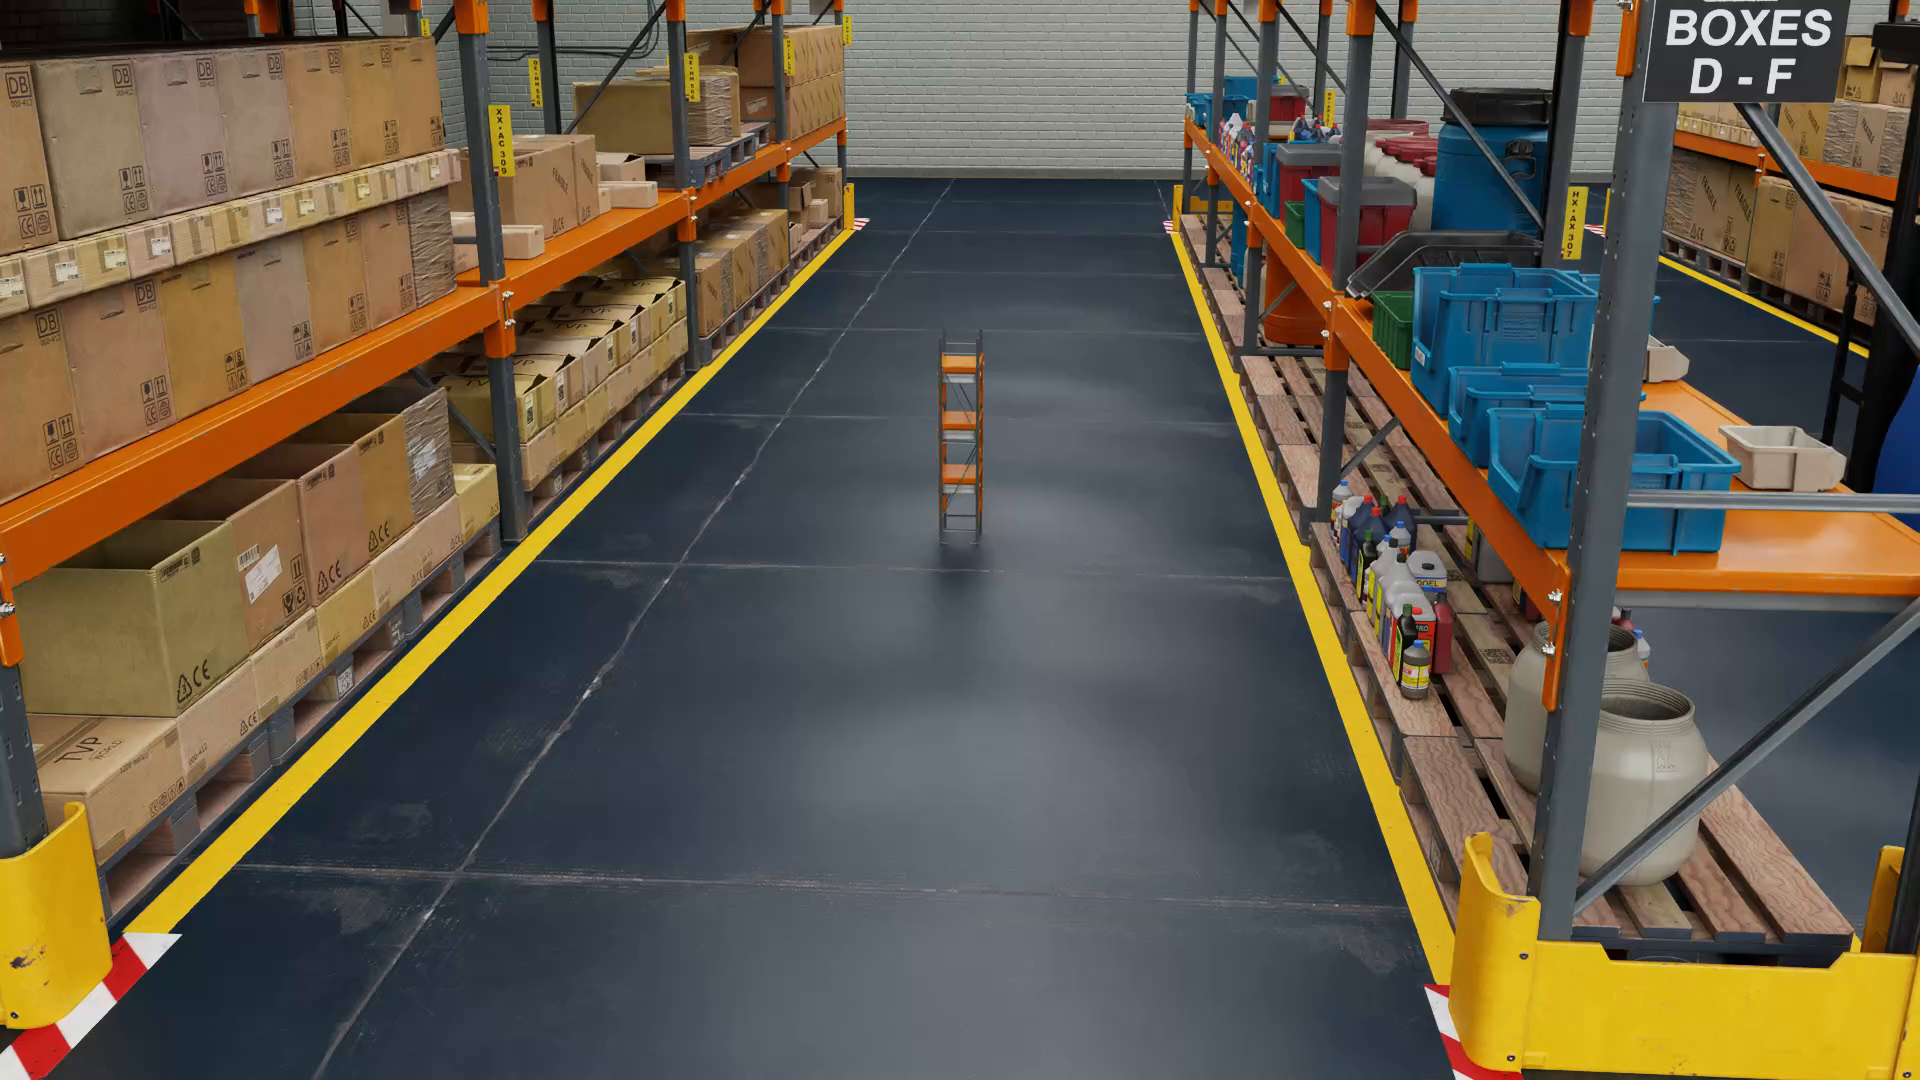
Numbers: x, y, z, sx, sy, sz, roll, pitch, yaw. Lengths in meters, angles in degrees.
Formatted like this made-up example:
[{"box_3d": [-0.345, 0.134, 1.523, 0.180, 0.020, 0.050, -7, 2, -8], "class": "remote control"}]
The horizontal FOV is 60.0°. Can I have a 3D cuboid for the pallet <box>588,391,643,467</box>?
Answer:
[{"box_3d": [-2.605, -0.720, 10.280, 1.003, 0.211, 1.213, 1, 18, 4], "class": "pallet"}]

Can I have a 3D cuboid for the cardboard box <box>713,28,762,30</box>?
[{"box_3d": [-2.282, -4.921, 16.857, 0.500, 0.500, 0.500, 1, 18, 4], "class": "cardboard box"}]

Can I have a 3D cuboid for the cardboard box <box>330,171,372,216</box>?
[{"box_3d": [-2.584, -1.386, 6.632, 0.380, 0.149, 0.250, 1, 18, 4], "class": "cardboard box"}]

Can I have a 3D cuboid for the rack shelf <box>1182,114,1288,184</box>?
[{"box_3d": [2.953, -4.087, 17.235, 1.077, 0.370, 4.000, 1, 18, 4], "class": "rack shelf"}]

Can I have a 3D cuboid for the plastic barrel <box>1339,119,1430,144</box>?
[{"box_3d": [2.792, -2.479, 10.954, 0.600, 0.536, 0.708, 1, 18, 4], "class": "plastic barrel"}]

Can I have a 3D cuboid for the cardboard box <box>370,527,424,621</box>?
[{"box_3d": [-2.586, 0.132, 6.946, 0.500, 0.250, 0.500, 1, 18, 4], "class": "cardboard box"}]

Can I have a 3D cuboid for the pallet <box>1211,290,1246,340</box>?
[{"box_3d": [2.628, -1.864, 13.773, 1.003, 0.211, 1.213, 1, 18, 4], "class": "pallet"}]

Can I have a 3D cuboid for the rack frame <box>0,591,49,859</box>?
[{"box_3d": [-2.991, -0.193, 4.194, 1.000, 3.000, 0.127, 1, 18, 4], "class": "rack frame"}]

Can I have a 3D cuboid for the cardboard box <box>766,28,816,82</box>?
[{"box_3d": [-1.742, -4.902, 16.801, 0.500, 0.500, 0.500, 1, 18, 2], "class": "cardboard box"}]

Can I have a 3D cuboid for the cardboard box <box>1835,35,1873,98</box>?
[{"box_3d": [7.713, -4.023, 14.112, 0.797, 0.503, 0.637, 1, 18, 2], "class": "cardboard box"}]

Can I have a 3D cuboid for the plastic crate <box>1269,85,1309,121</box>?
[{"box_3d": [3.124, -4.139, 16.037, 0.402, 0.464, 0.583, 1, 18, 4], "class": "plastic crate"}]

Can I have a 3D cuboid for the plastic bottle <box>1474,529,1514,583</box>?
[{"box_3d": [2.314, 0.032, 7.174, 0.152, 0.276, 0.135, 1, 18, 4], "class": "plastic bottle"}]

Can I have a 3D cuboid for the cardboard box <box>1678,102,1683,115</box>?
[{"box_3d": [7.663, -4.549, 17.252, 0.500, 0.250, 0.500, 1, 18, 2], "class": "cardboard box"}]

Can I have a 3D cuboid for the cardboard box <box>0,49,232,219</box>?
[{"box_3d": [-2.873, -1.338, 5.445, 0.700, 0.500, 0.500, 1, 18, 4], "class": "cardboard box"}]

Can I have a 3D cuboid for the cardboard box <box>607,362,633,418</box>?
[{"box_3d": [-2.318, -0.925, 10.171, 0.500, 0.250, 0.500, 2, 18, 5], "class": "cardboard box"}]

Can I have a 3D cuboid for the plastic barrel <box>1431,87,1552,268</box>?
[{"box_3d": [2.566, -1.675, 7.912, 0.600, 0.901, 0.708, 1, 18, 4], "class": "plastic barrel"}]

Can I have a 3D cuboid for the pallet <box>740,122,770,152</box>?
[{"box_3d": [-2.297, -3.583, 14.848, 1.003, 0.211, 1.213, 1, 18, 4], "class": "pallet"}]

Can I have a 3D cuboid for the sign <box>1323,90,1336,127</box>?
[{"box_3d": [3.358, -3.927, 15.145, 0.100, 0.325, 0.005, 1, 18, 4], "class": "sign"}]

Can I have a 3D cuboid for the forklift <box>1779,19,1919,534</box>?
[{"box_3d": [4.907, -1.375, 7.912, 1.130, 2.935, 3.031, 3, 18, 8], "class": "forklift"}]

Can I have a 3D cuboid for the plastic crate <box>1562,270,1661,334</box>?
[{"box_3d": [2.428, -0.903, 6.600, 0.499, 0.251, 0.616, 1, 18, 4], "class": "plastic crate"}]

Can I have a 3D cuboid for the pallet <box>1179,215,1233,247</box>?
[{"box_3d": [2.999, -3.470, 18.674, 1.003, 0.211, 1.213, 1, 18, 4], "class": "pallet"}]

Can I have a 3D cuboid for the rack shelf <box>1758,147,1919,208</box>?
[{"box_3d": [7.607, -2.734, 13.106, 1.077, 0.370, 4.000, 1, 18, 4], "class": "rack shelf"}]

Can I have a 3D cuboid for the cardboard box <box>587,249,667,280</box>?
[{"box_3d": [-2.584, -1.994, 13.000, 0.500, 0.500, 0.500, 2, 18, 6], "class": "cardboard box"}]

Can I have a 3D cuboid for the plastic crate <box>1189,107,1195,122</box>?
[{"box_3d": [2.596, -4.576, 17.897, 0.250, 0.136, 0.298, 1, 18, 4], "class": "plastic crate"}]

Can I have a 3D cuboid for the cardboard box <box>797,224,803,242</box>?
[{"box_3d": [-1.833, -3.177, 17.145, 0.380, 0.166, 0.250, 1, 18, 4], "class": "cardboard box"}]

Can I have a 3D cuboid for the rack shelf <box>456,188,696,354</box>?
[{"box_3d": [-2.561, -1.714, 9.993, 1.077, 0.370, 4.000, 1, 18, 4], "class": "rack shelf"}]

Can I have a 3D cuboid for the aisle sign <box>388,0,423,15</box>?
[{"box_3d": [-6.480, -6.522, 19.336, 0.394, 0.787, 0.004, 1, 18, 4], "class": "aisle sign"}]

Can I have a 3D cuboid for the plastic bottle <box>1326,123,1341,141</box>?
[{"box_3d": [2.991, -3.150, 13.297, 0.144, 0.351, 0.185, 1, 18, 4], "class": "plastic bottle"}]

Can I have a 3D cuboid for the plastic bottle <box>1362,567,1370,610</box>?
[{"box_3d": [1.707, 0.185, 6.829, 0.097, 0.201, 0.097, 0, 18, 0], "class": "plastic bottle"}]

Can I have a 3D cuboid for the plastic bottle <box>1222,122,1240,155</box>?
[{"box_3d": [2.371, -3.500, 14.487, 0.152, 0.276, 0.135, 1, 18, 4], "class": "plastic bottle"}]

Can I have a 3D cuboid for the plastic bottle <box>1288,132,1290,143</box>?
[{"box_3d": [2.978, -3.581, 14.853, 0.097, 0.201, 0.097, 0, 18, 0], "class": "plastic bottle"}]

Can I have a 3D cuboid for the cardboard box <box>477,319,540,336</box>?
[{"box_3d": [-2.852, -1.199, 10.107, 0.500, 0.311, 0.500, 1, 18, 3], "class": "cardboard box"}]

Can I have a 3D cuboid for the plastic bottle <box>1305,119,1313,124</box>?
[{"box_3d": [3.104, -3.619, 14.851, 0.152, 0.276, 0.135, 1, 18, 4], "class": "plastic bottle"}]

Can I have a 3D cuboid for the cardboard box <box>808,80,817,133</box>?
[{"box_3d": [-1.750, -4.434, 16.977, 0.500, 0.500, 0.500, 1, 18, 4], "class": "cardboard box"}]

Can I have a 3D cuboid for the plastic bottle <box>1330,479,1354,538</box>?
[{"box_3d": [1.776, -0.147, 7.729, 0.097, 0.271, 0.097, 0, 18, 0], "class": "plastic bottle"}]

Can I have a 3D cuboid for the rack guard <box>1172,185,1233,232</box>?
[{"box_3d": [3.085, -3.870, 19.431, 1.175, 0.500, 0.348, 1, 18, 4], "class": "rack guard"}]

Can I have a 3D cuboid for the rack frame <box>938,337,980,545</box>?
[{"box_3d": [-0.005, -0.478, 8.195, 0.200, 1.050, 0.008, 1, 18, 4], "class": "rack frame"}]

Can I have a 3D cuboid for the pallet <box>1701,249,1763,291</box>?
[{"box_3d": [7.883, -2.607, 16.039, 1.003, 0.211, 1.213, 1, 18, 4], "class": "pallet"}]

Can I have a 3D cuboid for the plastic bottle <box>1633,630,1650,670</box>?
[{"box_3d": [2.390, 0.450, 5.907, 0.097, 0.271, 0.097, 0, 18, 0], "class": "plastic bottle"}]

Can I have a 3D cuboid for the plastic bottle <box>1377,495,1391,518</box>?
[{"box_3d": [1.887, -0.049, 7.412, 0.061, 0.283, 0.133, 1, 18, 4], "class": "plastic bottle"}]

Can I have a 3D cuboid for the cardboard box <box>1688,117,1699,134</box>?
[{"box_3d": [7.556, -4.158, 16.699, 0.380, 0.149, 0.250, 2, 18, 5], "class": "cardboard box"}]

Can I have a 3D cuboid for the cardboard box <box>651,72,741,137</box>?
[{"box_3d": [-2.196, -3.617, 13.808, 0.700, 0.500, 0.500, -3, 18, -10], "class": "cardboard box"}]

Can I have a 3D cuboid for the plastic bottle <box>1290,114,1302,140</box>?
[{"box_3d": [2.927, -3.495, 14.351, 0.144, 0.351, 0.185, 1, 18, 4], "class": "plastic bottle"}]

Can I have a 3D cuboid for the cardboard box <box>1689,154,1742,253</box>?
[{"box_3d": [7.942, -3.370, 16.628, 0.875, 0.875, 0.875, 1, 18, 4], "class": "cardboard box"}]

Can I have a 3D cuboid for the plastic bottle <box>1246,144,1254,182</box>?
[{"box_3d": [2.184, -2.807, 12.380, 0.097, 0.271, 0.097, 0, 18, 0], "class": "plastic bottle"}]

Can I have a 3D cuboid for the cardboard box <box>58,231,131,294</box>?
[{"box_3d": [-2.712, -0.825, 4.922, 0.380, 0.149, 0.250, 1, 18, 4], "class": "cardboard box"}]

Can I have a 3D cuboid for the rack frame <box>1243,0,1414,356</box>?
[{"box_3d": [2.523, -2.566, 11.436, 1.000, 3.000, 0.127, 1, 18, 4], "class": "rack frame"}]

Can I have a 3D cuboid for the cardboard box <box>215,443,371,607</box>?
[{"box_3d": [-2.620, -0.069, 6.355, 0.500, 0.500, 0.500, 1, 18, 4], "class": "cardboard box"}]

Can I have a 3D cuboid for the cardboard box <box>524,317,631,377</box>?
[{"box_3d": [-2.317, -1.195, 10.093, 0.500, 0.311, 0.500, 2, 18, 5], "class": "cardboard box"}]

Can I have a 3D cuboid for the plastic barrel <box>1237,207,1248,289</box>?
[{"box_3d": [2.703, -2.622, 14.303, 0.600, 0.901, 0.708, 1, 18, 4], "class": "plastic barrel"}]

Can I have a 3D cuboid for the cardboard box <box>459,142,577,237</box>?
[{"box_3d": [-2.559, -2.040, 9.671, 0.500, 0.500, 0.500, 1, 18, 4], "class": "cardboard box"}]

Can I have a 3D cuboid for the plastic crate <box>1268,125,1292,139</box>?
[{"box_3d": [2.986, -3.853, 15.690, 0.396, 0.136, 0.243, 1, 18, 4], "class": "plastic crate"}]

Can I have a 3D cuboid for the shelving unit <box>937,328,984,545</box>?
[{"box_3d": [0.004, -0.516, 8.310, 0.215, 1.050, 0.252, 1, 18, 4], "class": "shelving unit"}]

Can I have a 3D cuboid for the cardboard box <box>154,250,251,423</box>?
[{"box_3d": [-2.870, -0.702, 5.588, 0.700, 0.500, 0.500, 1, 18, 4], "class": "cardboard box"}]

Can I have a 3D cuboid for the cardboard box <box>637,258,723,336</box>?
[{"box_3d": [-2.099, -1.834, 12.509, 0.500, 0.500, 0.500, 2, 18, 6], "class": "cardboard box"}]
